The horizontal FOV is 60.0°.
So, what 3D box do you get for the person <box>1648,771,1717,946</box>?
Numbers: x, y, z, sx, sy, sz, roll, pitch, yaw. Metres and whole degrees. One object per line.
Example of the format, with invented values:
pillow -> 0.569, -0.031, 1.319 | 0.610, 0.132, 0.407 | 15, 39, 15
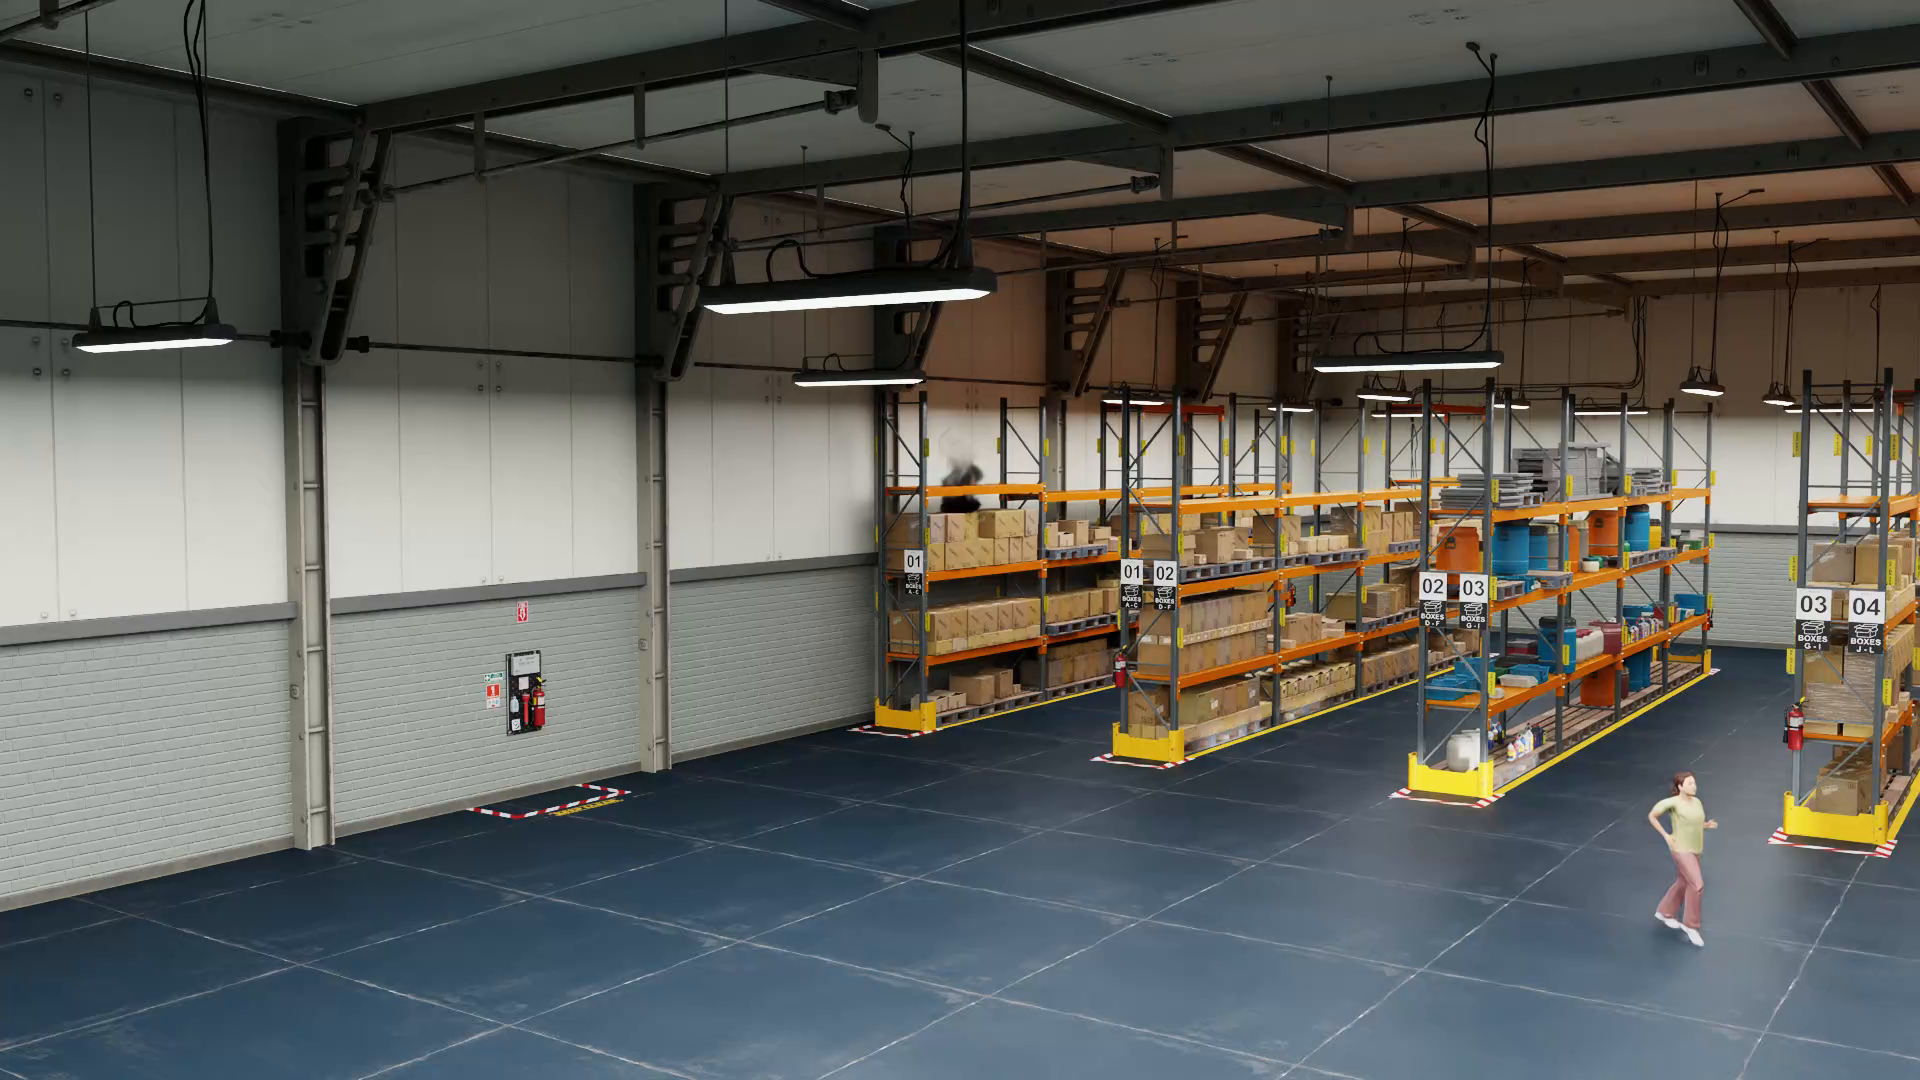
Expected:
person -> 7.398, 3.220, 16.997 | 0.560, 1.723, 0.690 | -2, 4, -29
